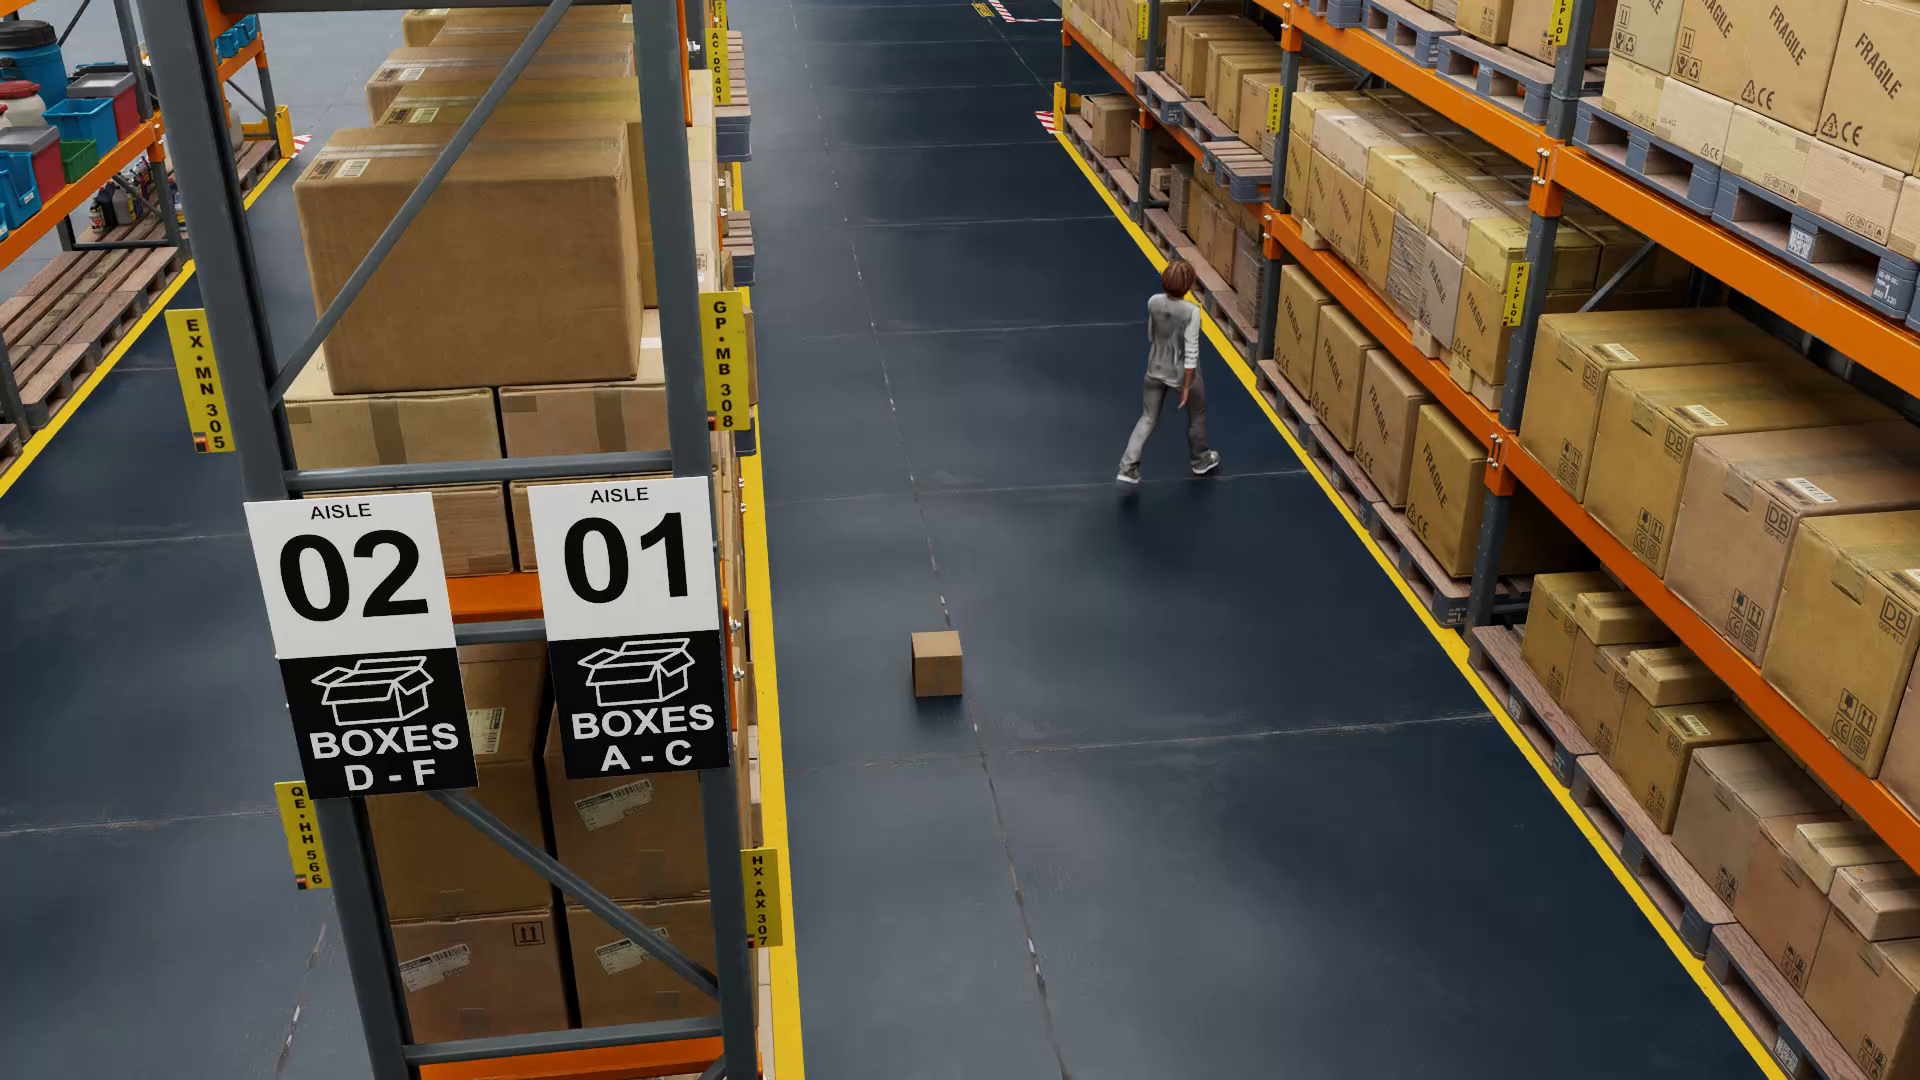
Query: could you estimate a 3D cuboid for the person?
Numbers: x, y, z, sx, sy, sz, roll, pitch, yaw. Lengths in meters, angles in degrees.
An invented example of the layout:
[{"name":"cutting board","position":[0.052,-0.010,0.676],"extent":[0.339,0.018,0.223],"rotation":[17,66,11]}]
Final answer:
[{"name":"person","position":[1.385,-1.079,10.716],"extent":[0.410,1.529,0.902],"rotation":[15,31,27]}]
